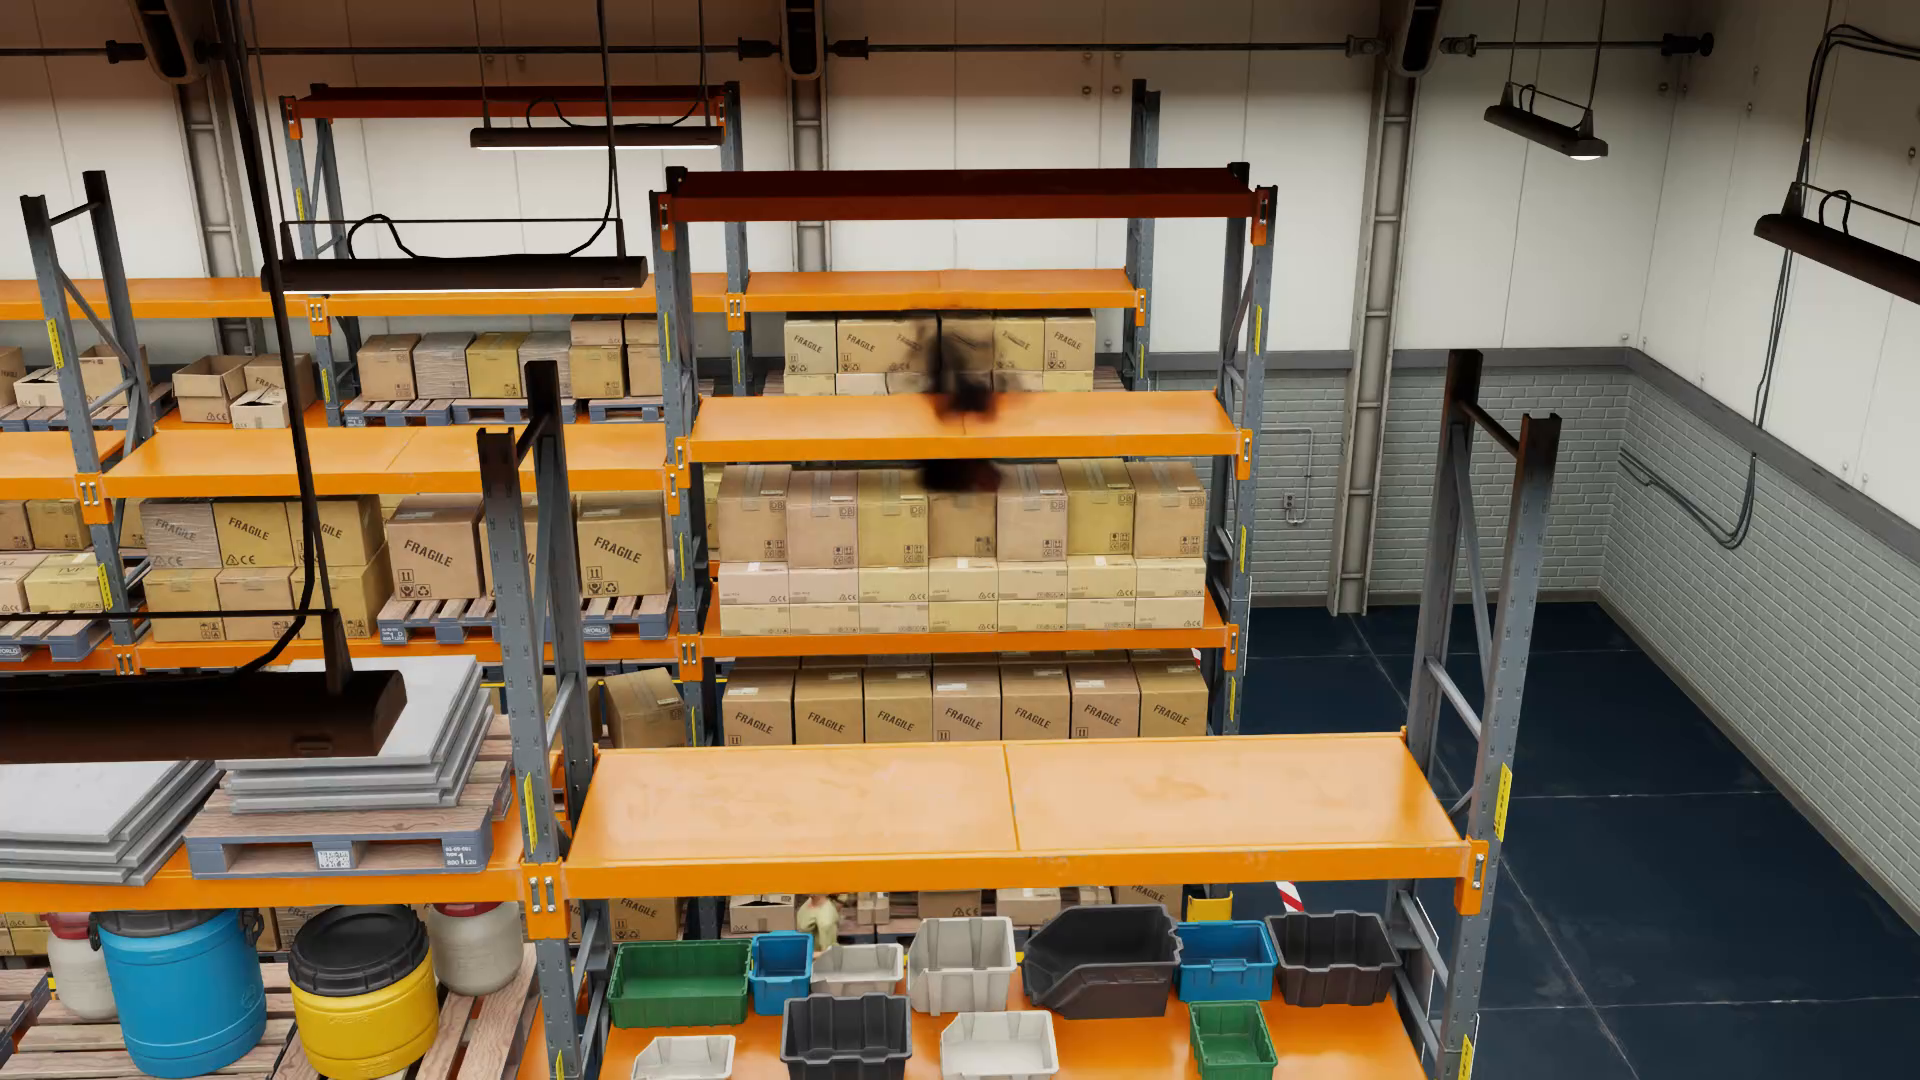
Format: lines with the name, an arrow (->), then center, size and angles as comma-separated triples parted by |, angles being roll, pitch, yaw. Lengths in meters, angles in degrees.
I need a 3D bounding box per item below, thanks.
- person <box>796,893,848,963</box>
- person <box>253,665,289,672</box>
person -> -0.899, 2.907, 11.198 | 0.784, 1.750, 0.564 | -7, 23, -16
person -> -6.182, 1.467, 15.297 | 0.750, 1.759, 0.545 | -4, 23, -10
